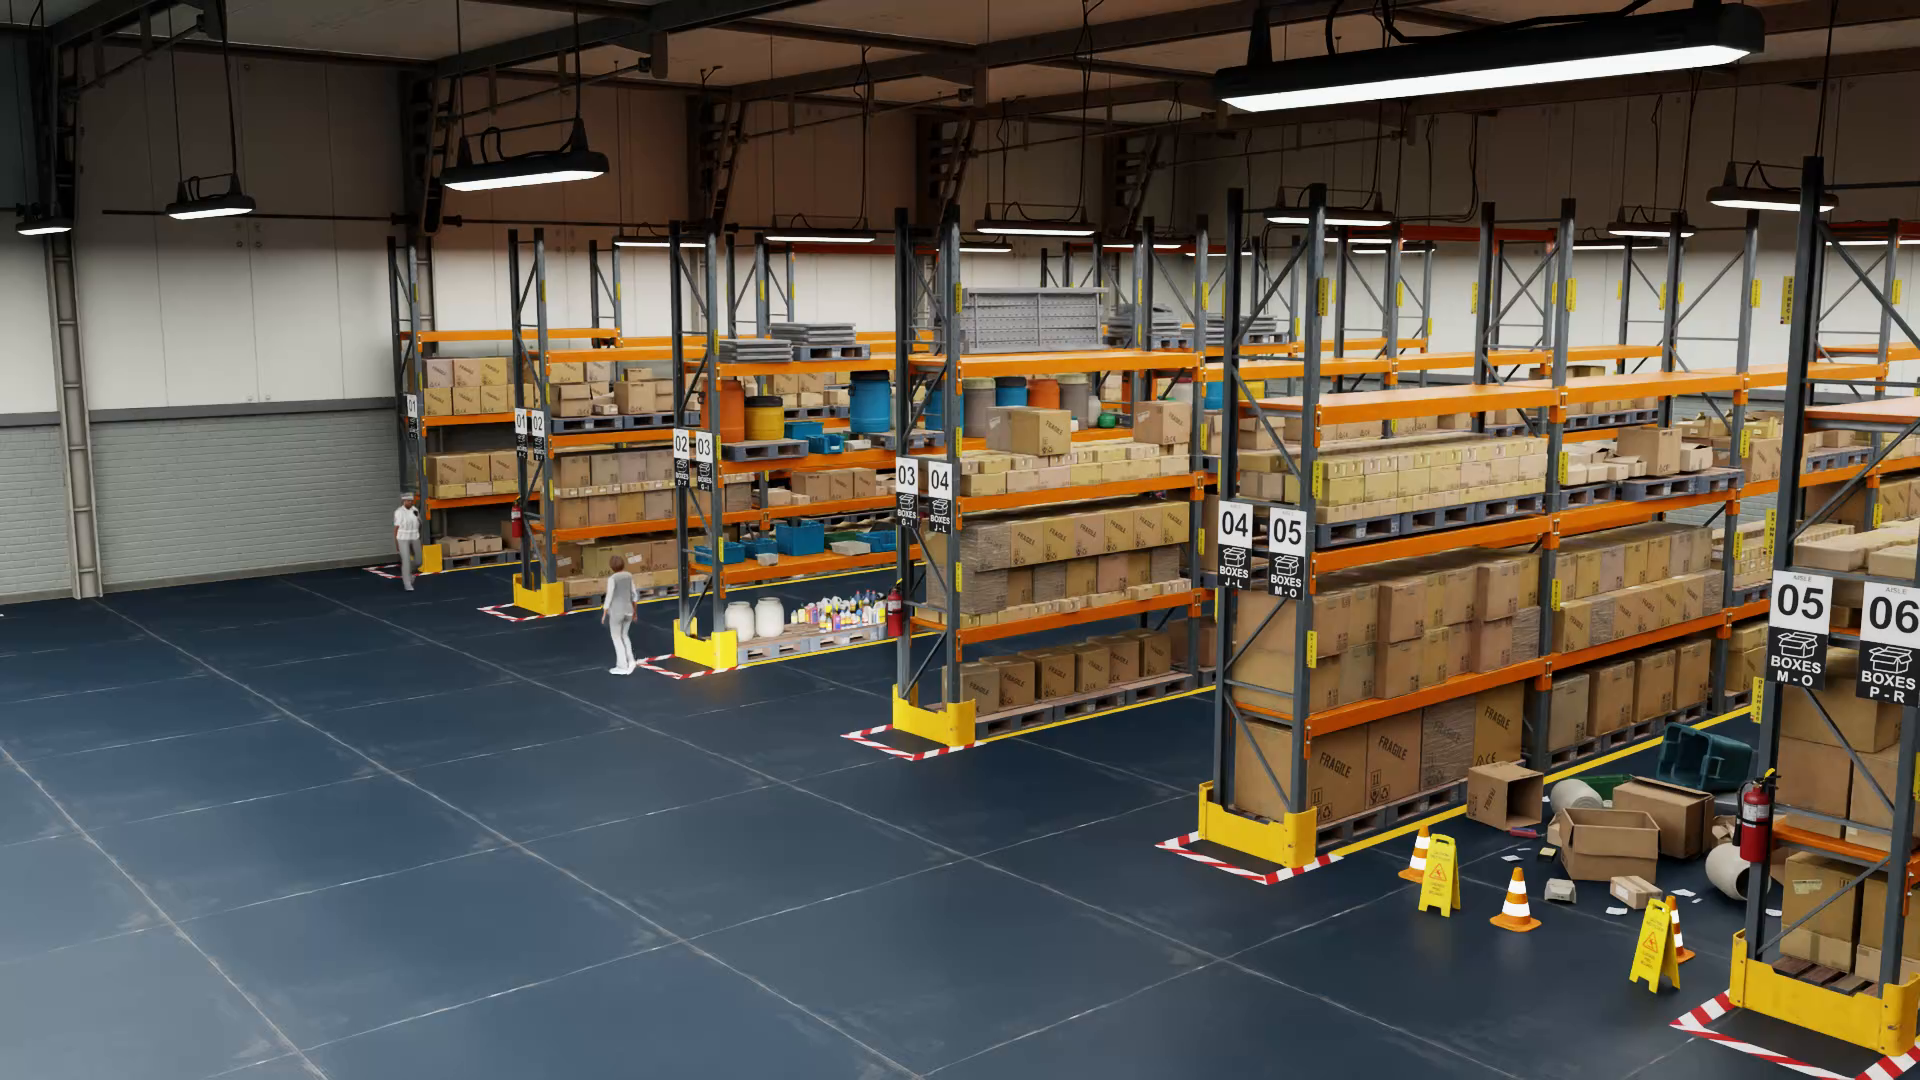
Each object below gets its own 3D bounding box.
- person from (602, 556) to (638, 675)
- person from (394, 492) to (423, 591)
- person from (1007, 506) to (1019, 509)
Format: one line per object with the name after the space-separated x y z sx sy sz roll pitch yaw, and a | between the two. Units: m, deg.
-4.506 1.012 22.049 0.363 1.631 0.468 8 12 42 | person
-9.396 -0.003 28.226 0.439 1.668 0.617 -7 11 -39 | person
0.776 0.264 24.505 0.629 1.900 0.376 3 9 18 | person
